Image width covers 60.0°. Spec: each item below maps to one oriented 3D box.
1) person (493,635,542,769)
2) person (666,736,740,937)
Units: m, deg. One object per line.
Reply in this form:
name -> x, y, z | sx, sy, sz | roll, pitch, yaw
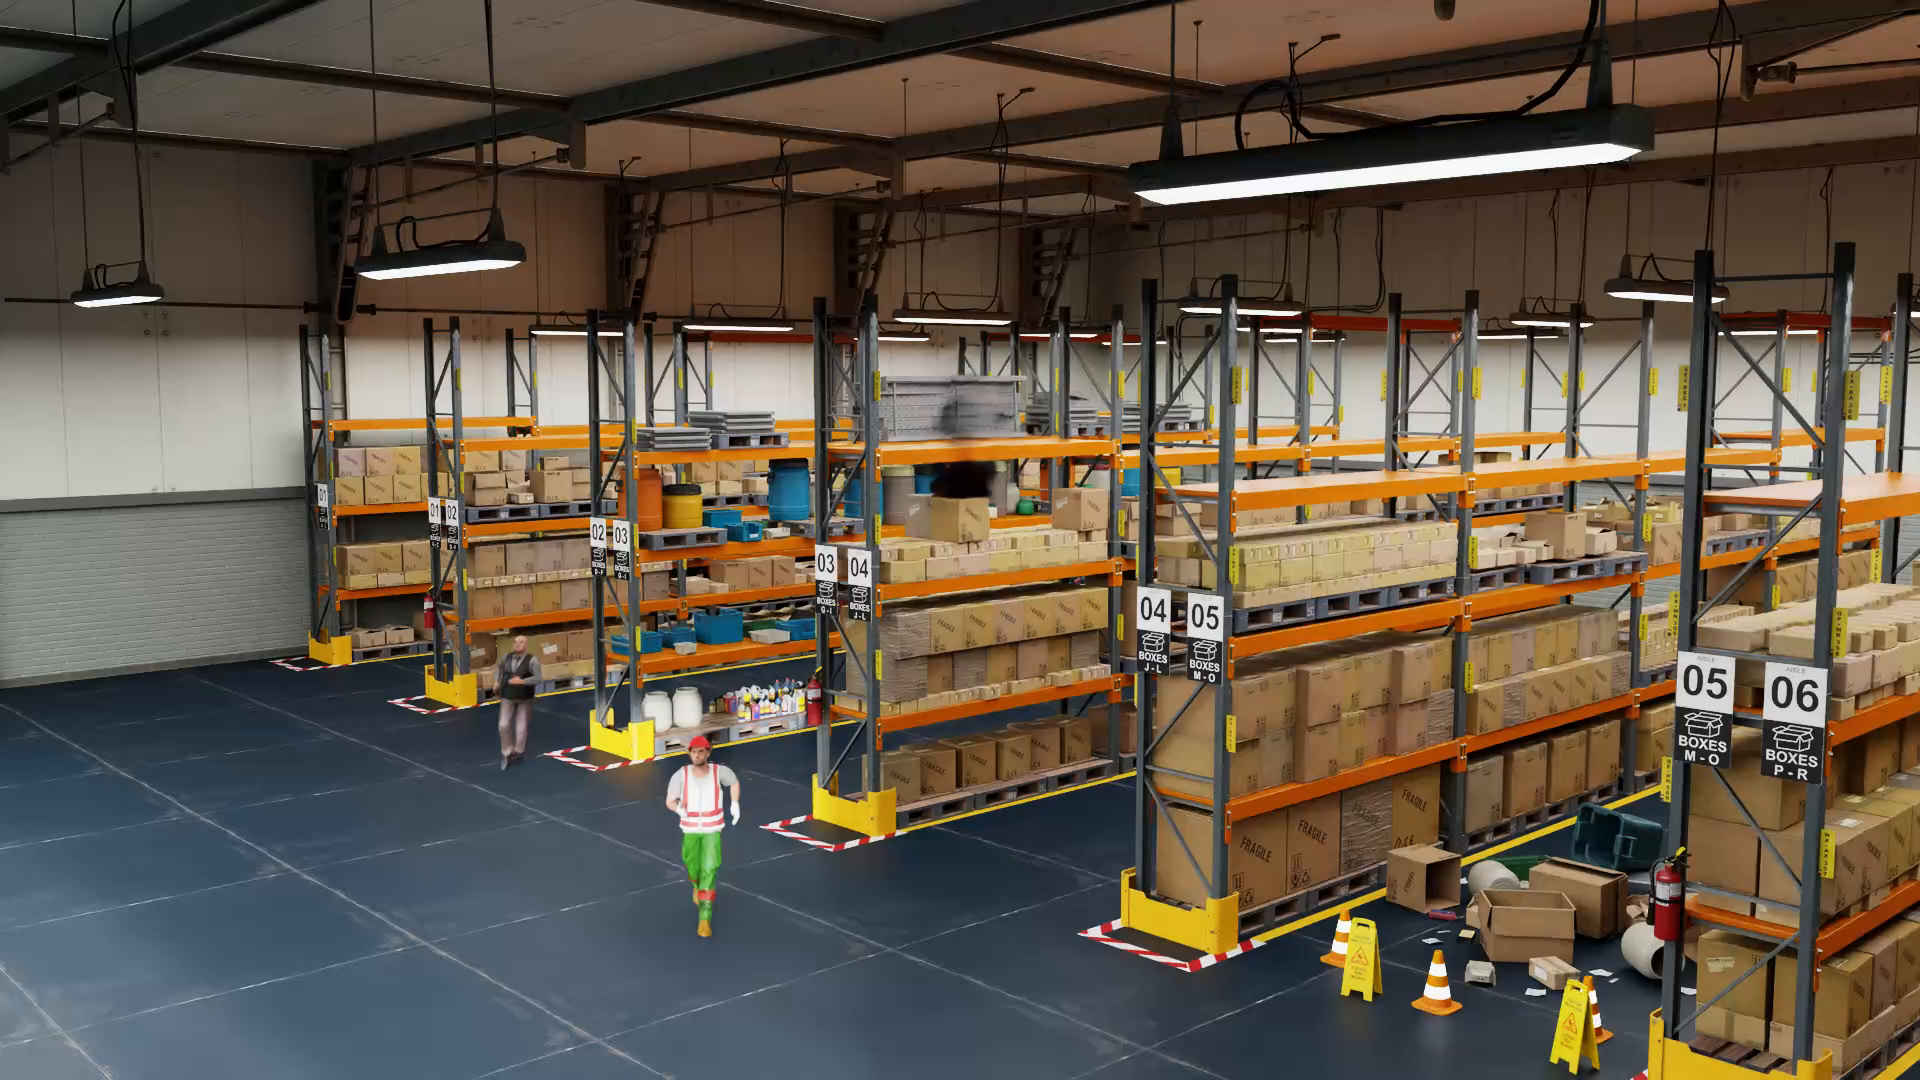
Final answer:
person -> -5.810, 2.128, 21.857 | 0.645, 1.754, 0.667 | -1, 6, -8
person -> -2.393, 2.691, 15.469 | 0.678, 1.738, 1.092 | 0, 6, -3
